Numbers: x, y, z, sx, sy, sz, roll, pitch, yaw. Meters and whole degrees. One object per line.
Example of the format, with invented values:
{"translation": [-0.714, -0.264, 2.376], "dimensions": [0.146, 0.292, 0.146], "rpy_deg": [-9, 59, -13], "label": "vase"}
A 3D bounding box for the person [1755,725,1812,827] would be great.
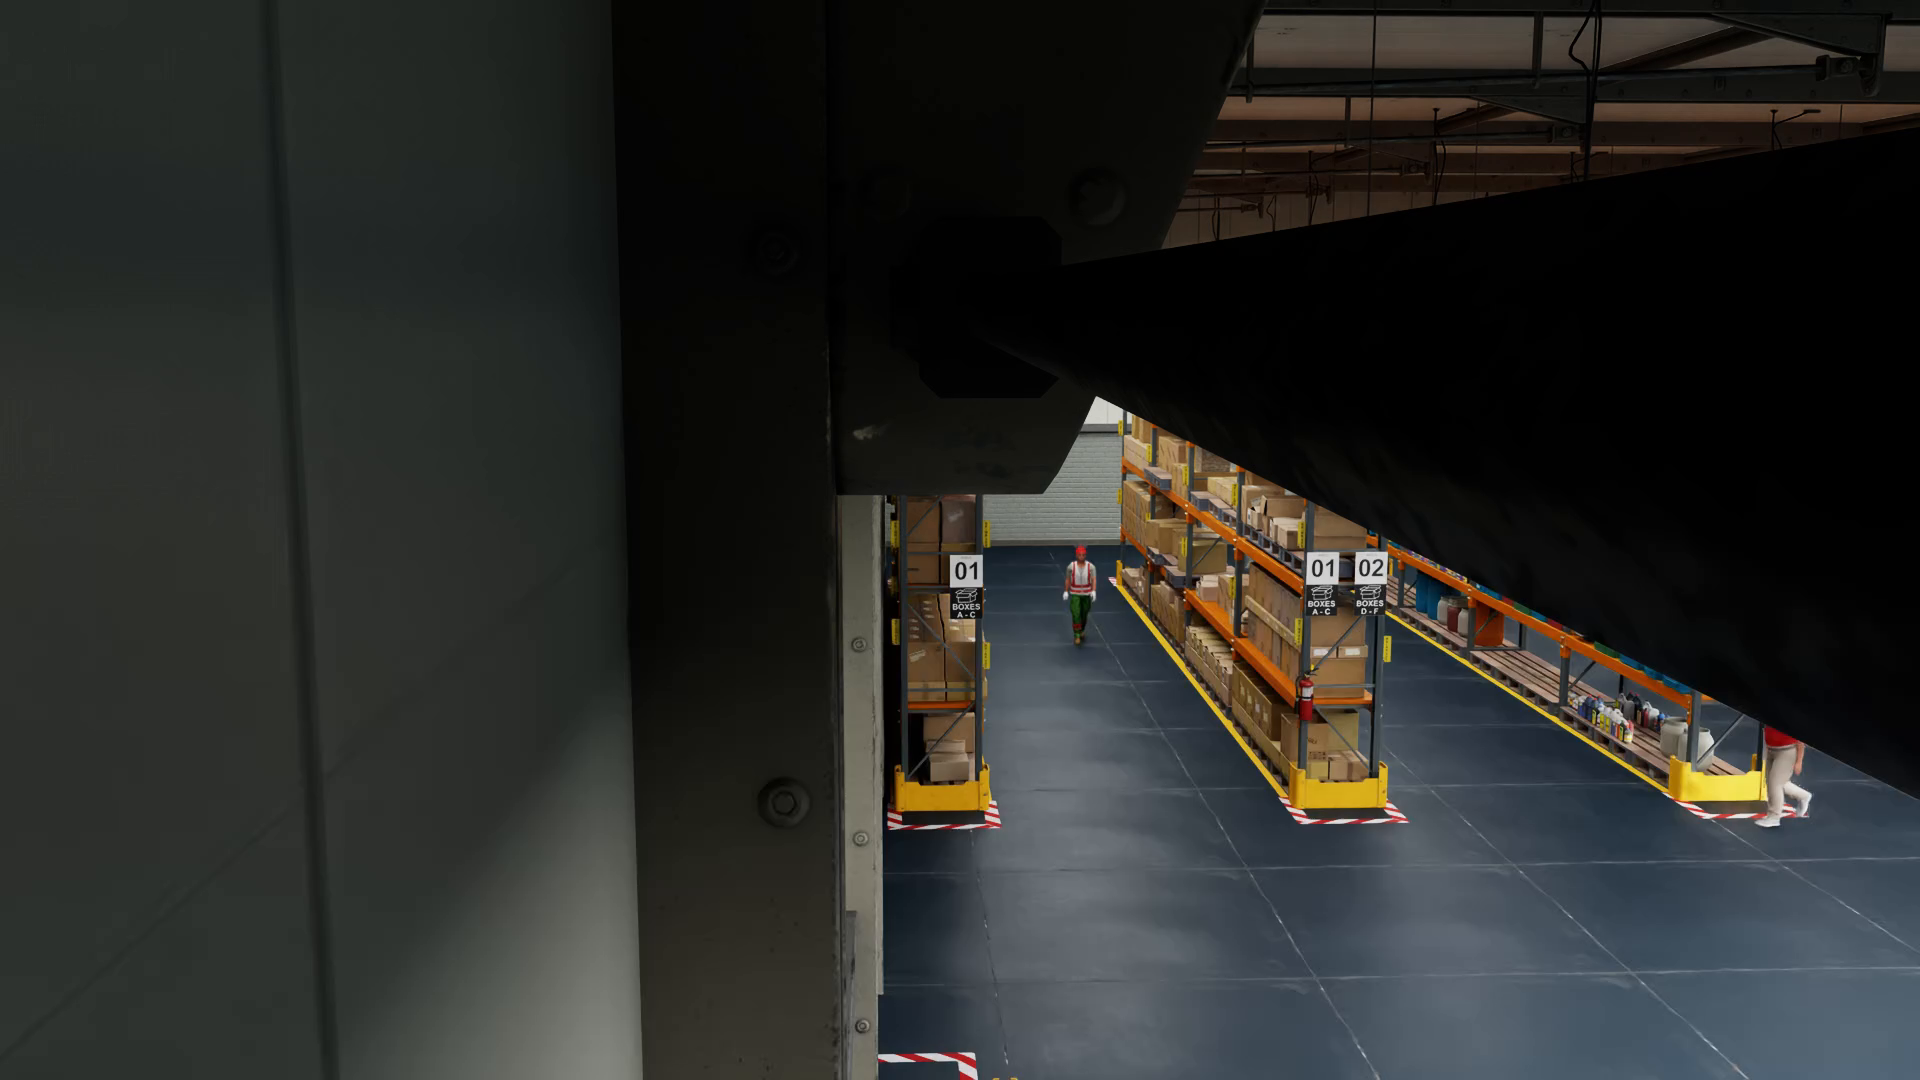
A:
{"translation": [9.870, 2.562, 19.895], "dimensions": [0.781, 1.687, 0.566], "rpy_deg": [-1, 9, -10], "label": "person"}

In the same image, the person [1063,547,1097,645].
{"translation": [2.215, 0.987, 30.269], "dimensions": [0.577, 1.721, 1.050], "rpy_deg": [-1, 8, -7], "label": "person"}
